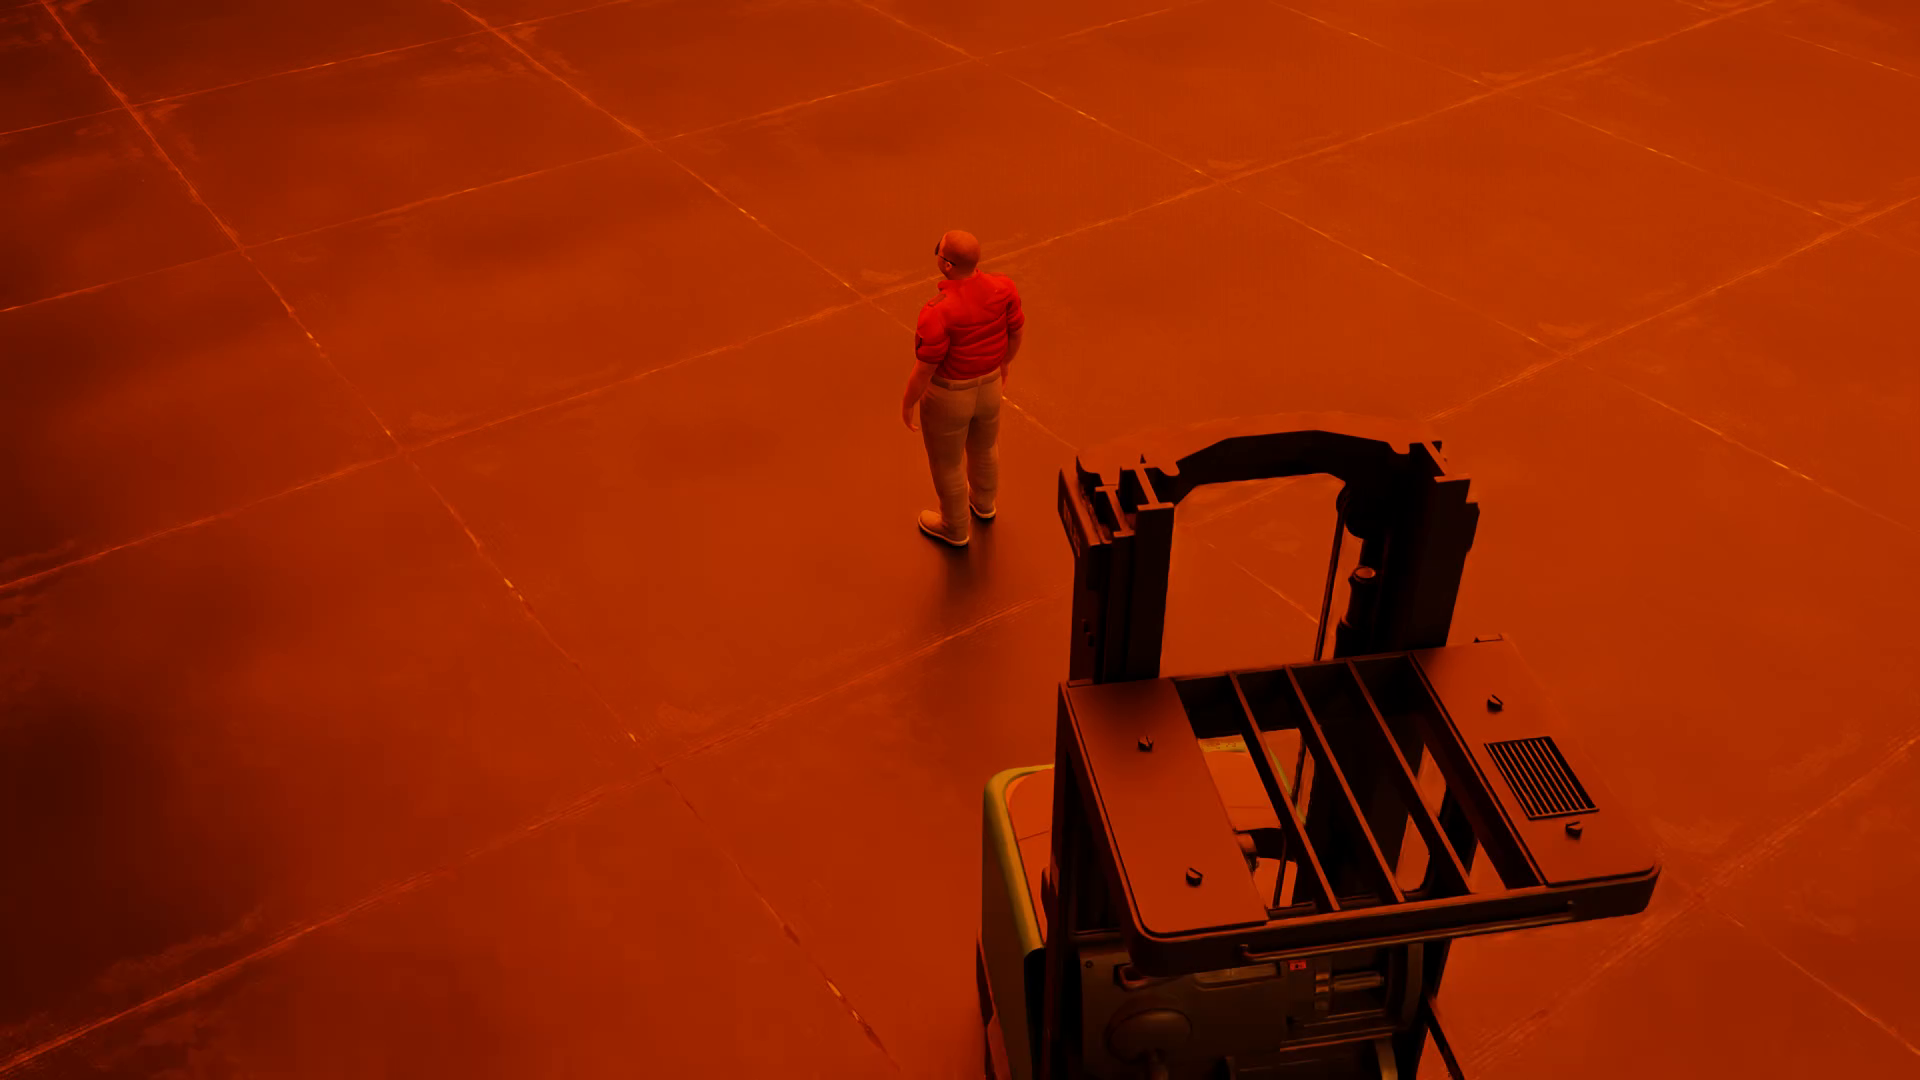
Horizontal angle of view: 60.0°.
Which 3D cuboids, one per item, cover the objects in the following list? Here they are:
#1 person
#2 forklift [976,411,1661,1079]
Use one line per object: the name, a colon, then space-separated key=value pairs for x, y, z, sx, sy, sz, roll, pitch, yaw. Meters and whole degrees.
person: x=-0.042 y=-0.748 z=7.956 sx=0.640 sy=1.727 sz=0.551 roll=-23 pitch=42 yaw=-28
forklift: x=0.808 y=1.275 z=4.220 sx=1.130 sy=2.935 sz=3.031 roll=-6 pitch=37 yaw=-7
